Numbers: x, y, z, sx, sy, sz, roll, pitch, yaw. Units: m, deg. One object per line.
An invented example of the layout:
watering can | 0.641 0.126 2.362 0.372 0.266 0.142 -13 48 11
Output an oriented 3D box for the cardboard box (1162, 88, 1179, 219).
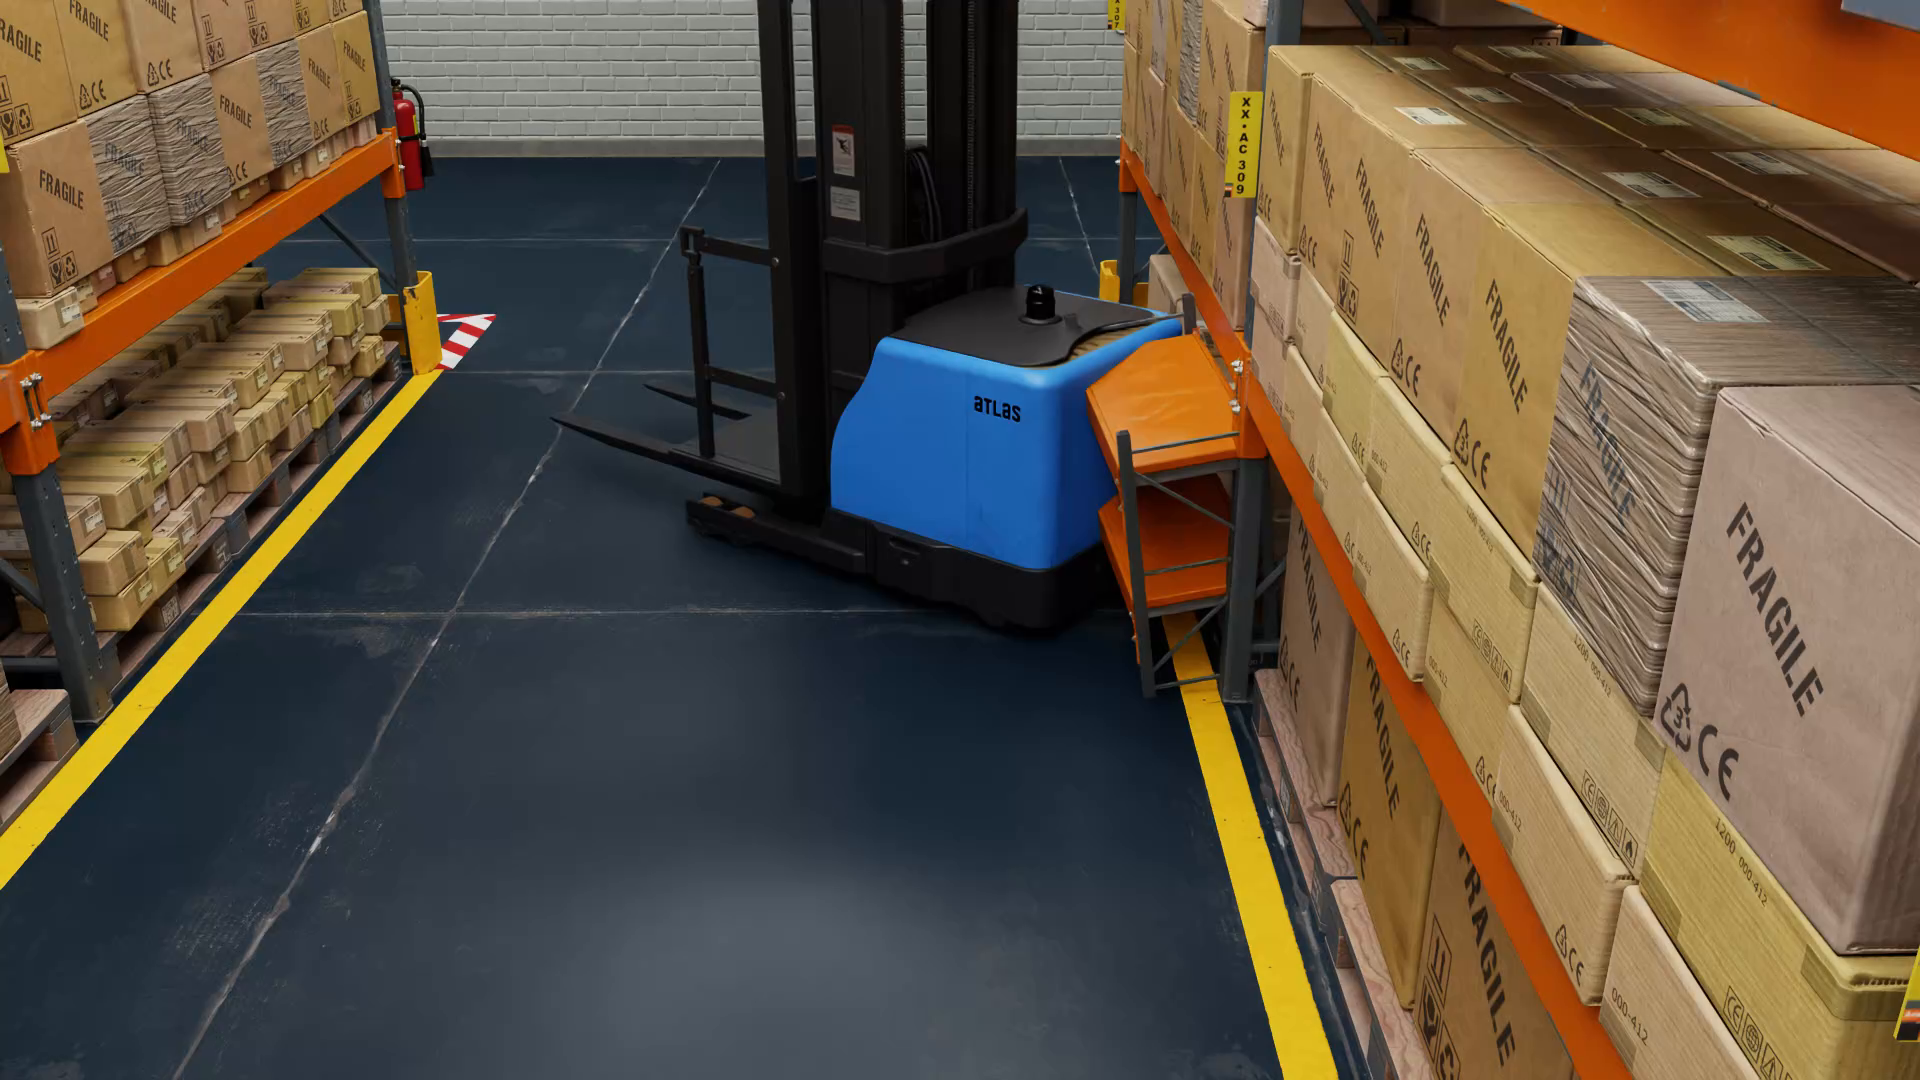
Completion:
cardboard box | 1.156 -1.674 7.190 0.500 0.500 0.500 1 24 1

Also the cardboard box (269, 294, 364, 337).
cardboard box | -3.220 -1.124 8.324 0.380 0.149 0.250 -1 24 -2

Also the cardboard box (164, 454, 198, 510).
cardboard box | -3.326 -0.234 6.715 0.380 0.149 0.250 -1 24 -3

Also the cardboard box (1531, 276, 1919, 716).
cardboard box | 1.201 -0.080 2.451 0.500 0.500 0.500 0 24 0

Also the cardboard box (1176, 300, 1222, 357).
cardboard box | 1.520 -0.827 8.038 0.875 0.438 0.875 0 24 1

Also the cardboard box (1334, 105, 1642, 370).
cardboard box | 1.192 -0.706 3.836 0.500 0.500 0.500 -1 24 -2

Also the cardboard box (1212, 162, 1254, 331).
cardboard box | 1.178 -1.039 5.786 0.500 0.500 0.500 0 24 0

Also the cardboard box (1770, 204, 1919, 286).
cardboard box | 1.716 -0.278 2.890 0.500 0.500 0.500 0 24 1

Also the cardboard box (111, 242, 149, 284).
cardboard box | -3.316 -1.071 6.283 0.380 0.149 0.250 -1 24 -3

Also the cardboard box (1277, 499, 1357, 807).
cardboard box | 1.525 0.228 5.174 0.875 0.875 0.875 0 24 1

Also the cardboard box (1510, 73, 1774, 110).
cardboard box | 1.707 -0.908 4.284 0.500 0.500 0.500 0 24 0

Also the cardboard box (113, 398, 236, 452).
cardboard box | -3.250 -0.476 6.891 0.380 0.149 0.250 0 24 1

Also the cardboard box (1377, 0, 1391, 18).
cardboard box | 1.222 -1.835 5.545 0.380 0.149 0.250 0 24 1

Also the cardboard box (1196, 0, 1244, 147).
cardboard box | 1.159 -1.707 6.049 0.500 0.500 0.500 -1 24 -1

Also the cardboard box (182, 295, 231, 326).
cardboard box | -3.890 -1.116 8.306 0.380 0.149 0.250 0 24 -1

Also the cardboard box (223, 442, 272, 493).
cardboard box | -3.248 -0.318 7.263 0.380 0.149 0.250 -1 24 -2

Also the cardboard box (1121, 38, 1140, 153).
cardboard box | 1.113 -2.298 8.570 0.500 0.500 0.500 0 24 -1

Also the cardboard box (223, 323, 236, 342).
cardboard box | -3.767 -0.985 8.377 0.380 0.149 0.250 0 24 0

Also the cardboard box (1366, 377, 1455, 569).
cardboard box | 1.181 -0.149 3.515 0.500 0.250 0.500 -1 24 -2

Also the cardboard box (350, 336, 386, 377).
cardboard box | -3.236 -0.959 8.680 0.380 0.149 0.250 0 24 1

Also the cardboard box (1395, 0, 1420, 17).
cardboard box | 1.675 -1.837 5.550 0.380 0.149 0.250 0 24 0

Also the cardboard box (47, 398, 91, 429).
cardboard box | -3.847 -0.475 6.887 0.380 0.149 0.250 -1 24 -3

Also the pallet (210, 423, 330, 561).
pallet | -3.569 -0.250 7.546 1.003 0.211 1.213 0 24 -1

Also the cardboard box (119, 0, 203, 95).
cardboard box | -3.267 -1.985 6.302 0.500 0.500 0.500 0 24 0

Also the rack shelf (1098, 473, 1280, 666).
rack shelf | 0.816 0.041 6.321 0.538 0.278 1.000 -10 30 -1

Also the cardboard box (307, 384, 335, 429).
cardboard box | -3.238 -0.643 7.981 0.380 0.149 0.250 -1 24 -3

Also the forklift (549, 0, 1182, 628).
forklift | -0.579 -1.465 6.933 3.031 2.935 1.130 17 30 33

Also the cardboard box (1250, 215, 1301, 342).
cardboard box | 1.161 -0.780 4.911 0.500 0.250 0.500 -1 24 -2

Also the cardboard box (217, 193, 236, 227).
cardboard box | -3.299 -1.396 7.001 0.380 0.149 0.250 1 24 1

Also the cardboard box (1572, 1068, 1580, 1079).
cardboard box | 1.557 1.337 2.723 0.875 0.875 0.875 0 24 -1

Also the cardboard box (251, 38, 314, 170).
cardboard box | -3.276 -1.964 7.470 0.500 0.500 0.500 0 24 0

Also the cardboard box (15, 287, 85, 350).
cardboard box | -3.186 -0.743 5.558 0.380 0.149 0.250 1 24 1

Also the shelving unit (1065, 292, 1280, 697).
shelving unit | 0.782 -0.168 6.197 0.538 1.125 1.048 -10 30 -1

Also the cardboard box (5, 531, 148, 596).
cardboard box | -3.194 0.082 6.018 0.380 0.149 0.250 1 24 2

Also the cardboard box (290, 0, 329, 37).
cardboard box | -3.295 -2.628 7.725 0.500 0.500 0.500 -1 24 -2

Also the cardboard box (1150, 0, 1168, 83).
cardboard box | 1.141 -2.329 7.424 0.500 0.500 0.500 0 24 -1

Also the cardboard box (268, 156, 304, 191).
cardboard box | -3.285 -1.721 7.719 0.380 0.149 0.250 -1 24 -3

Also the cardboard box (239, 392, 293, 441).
cardboard box | -3.222 -0.553 7.422 0.380 0.149 0.250 0 24 0

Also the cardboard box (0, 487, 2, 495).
cardboard box | -3.817 -0.154 6.177 0.380 0.149 0.250 0 24 0

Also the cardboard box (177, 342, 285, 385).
cardboard box | -3.330 -0.798 7.602 0.380 0.149 0.250 -1 24 -2

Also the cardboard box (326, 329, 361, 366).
cardboard box | -3.255 -0.985 8.378 0.380 0.149 0.250 -1 24 -3

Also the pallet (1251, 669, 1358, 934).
pallet | 1.522 0.785 5.259 1.003 0.211 1.213 0 24 -1

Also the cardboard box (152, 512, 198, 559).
cardboard box | -3.251 0.005 6.549 0.380 0.149 0.250 0 24 -1

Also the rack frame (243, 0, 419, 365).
rack frame | -3.554 -2.388 8.889 1.000 3.000 0.127 0 24 -1

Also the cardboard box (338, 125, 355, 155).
cardboard box | -3.303 -2.038 8.420 0.380 0.149 0.250 0 24 -1

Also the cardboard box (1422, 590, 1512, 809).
cardboard box | 1.206 0.288 3.155 0.500 0.250 0.500 0 24 -1

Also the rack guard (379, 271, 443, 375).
rack guard | -3.553 -1.218 9.335 1.175 0.500 0.348 0 24 -1

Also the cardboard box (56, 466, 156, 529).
cardboard box | -3.251 -0.160 6.191 0.380 0.149 0.250 1 24 2

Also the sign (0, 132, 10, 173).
sign | -2.956 -1.271 5.015 0.100 0.325 0.005 0 24 -1

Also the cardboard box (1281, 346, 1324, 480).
cardboard box | 1.186 -0.339 4.542 0.500 0.250 0.500 -1 24 -2

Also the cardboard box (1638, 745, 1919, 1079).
cardboard box | 1.222 0.487 2.109 0.500 0.250 0.500 0 24 -1

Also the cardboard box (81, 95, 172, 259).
cardboard box | -3.276 -1.330 6.068 0.500 0.500 0.500 0 24 -1

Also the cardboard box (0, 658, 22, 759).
cardboard box | -3.250 0.512 5.002 0.500 0.500 0.500 -1 24 -2

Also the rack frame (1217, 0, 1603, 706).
rack frame | 1.438 -0.803 5.386 1.000 3.000 0.127 0 24 -1

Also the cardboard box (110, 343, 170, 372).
cardboard box | -3.854 -0.792 7.588 0.380 0.149 0.250 0 24 0

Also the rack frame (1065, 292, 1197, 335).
rack frame | 0.725 -0.419 6.635 0.500 1.125 0.032 -10 30 -1

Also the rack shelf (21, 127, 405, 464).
rack shelf | -3.532 -1.236 7.216 1.077 0.370 4.000 0 24 -1
